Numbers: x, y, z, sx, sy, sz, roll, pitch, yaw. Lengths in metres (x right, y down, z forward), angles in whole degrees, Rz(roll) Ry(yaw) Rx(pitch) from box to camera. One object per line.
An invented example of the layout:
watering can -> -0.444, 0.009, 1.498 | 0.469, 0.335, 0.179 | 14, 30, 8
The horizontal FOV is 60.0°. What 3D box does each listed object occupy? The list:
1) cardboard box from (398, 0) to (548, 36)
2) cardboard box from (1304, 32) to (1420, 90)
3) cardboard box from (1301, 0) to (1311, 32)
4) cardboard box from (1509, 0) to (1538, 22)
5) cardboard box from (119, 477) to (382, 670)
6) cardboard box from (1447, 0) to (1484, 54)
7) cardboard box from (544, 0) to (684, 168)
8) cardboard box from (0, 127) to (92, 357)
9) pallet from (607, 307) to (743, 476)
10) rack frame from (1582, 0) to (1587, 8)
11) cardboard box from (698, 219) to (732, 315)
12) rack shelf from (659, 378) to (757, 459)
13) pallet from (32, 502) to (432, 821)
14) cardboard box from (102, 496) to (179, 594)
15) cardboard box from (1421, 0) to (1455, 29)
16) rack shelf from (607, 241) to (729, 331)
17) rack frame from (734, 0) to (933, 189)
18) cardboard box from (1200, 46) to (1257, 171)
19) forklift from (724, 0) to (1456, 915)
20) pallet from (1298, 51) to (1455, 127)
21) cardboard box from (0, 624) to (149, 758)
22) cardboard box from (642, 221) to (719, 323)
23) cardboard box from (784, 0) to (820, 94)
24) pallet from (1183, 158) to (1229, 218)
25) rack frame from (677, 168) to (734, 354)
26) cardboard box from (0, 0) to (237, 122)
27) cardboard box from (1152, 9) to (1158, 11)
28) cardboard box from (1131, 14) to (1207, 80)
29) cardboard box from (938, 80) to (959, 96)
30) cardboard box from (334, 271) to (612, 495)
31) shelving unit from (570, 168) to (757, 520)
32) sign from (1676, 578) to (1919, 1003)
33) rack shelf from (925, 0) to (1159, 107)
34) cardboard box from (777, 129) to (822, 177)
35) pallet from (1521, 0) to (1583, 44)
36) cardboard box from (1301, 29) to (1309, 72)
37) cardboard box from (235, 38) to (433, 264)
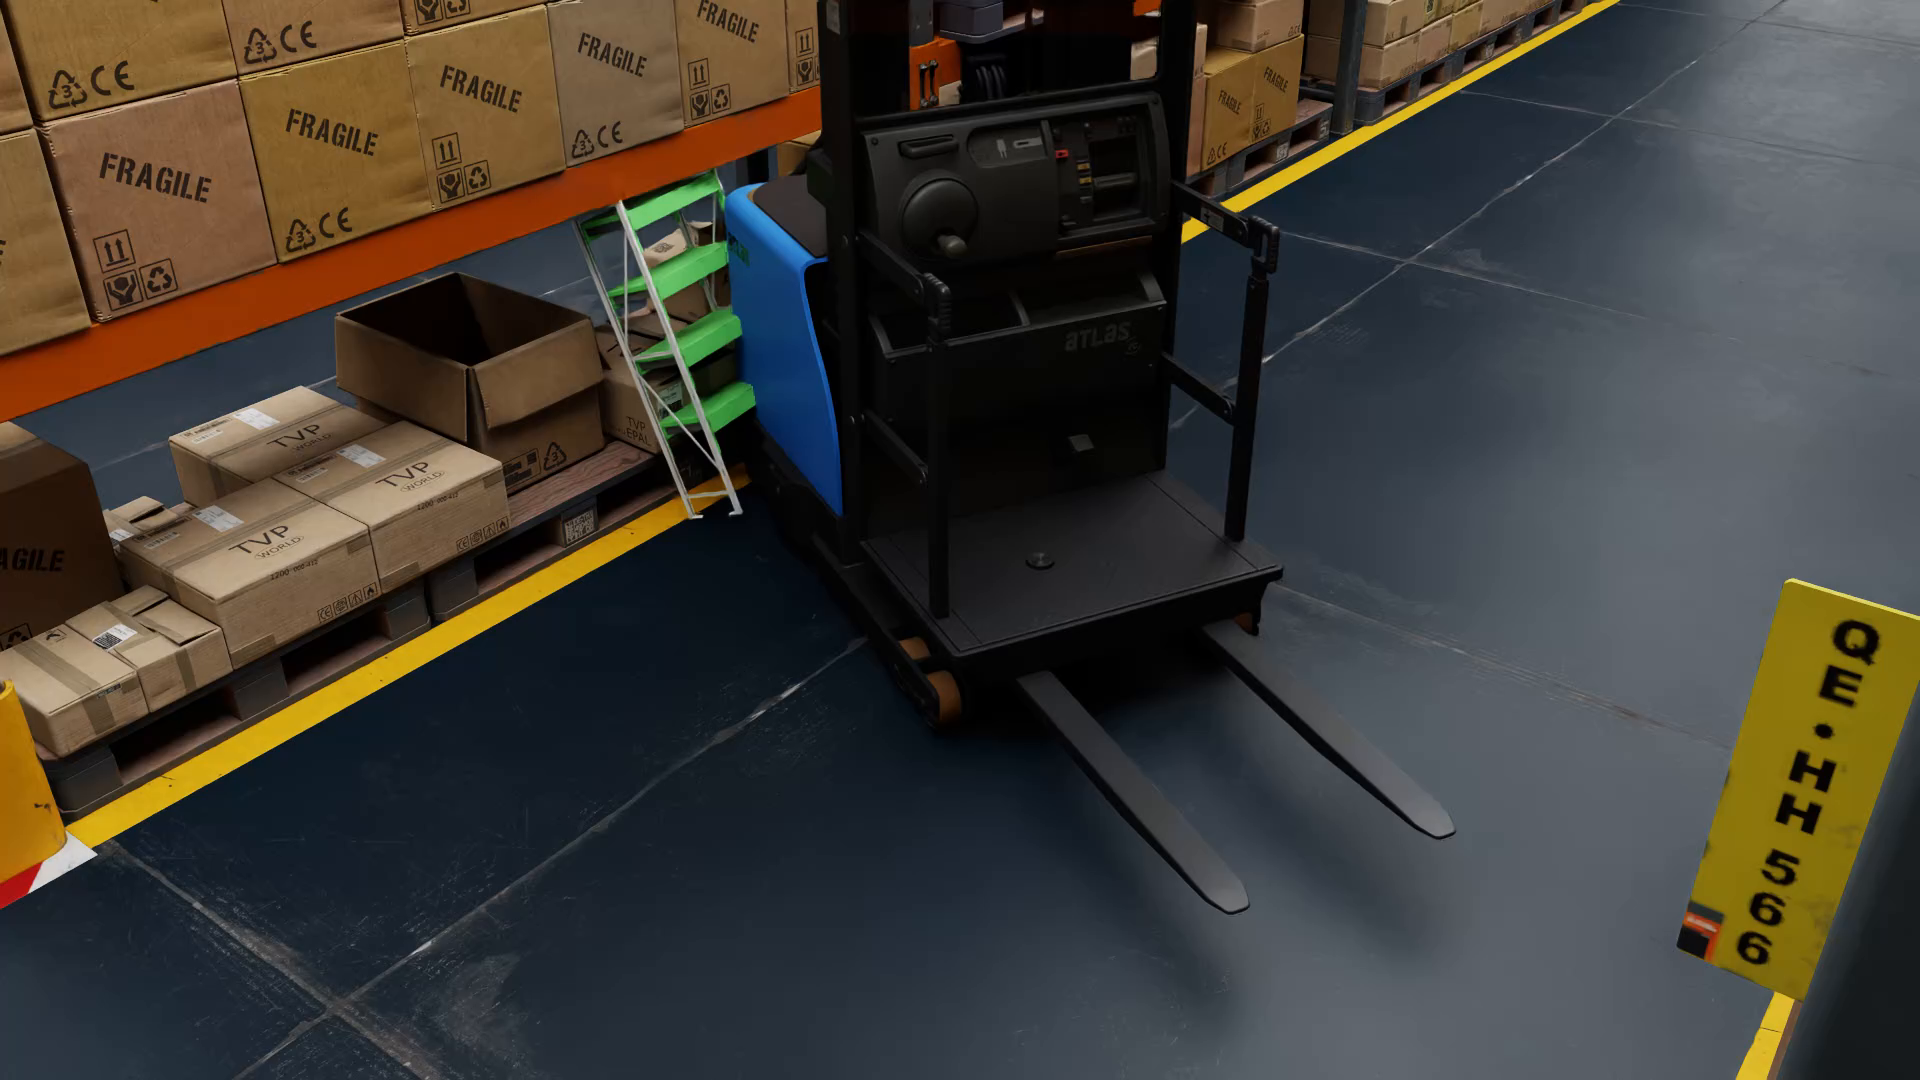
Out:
cardboard box -> -1.552, -1.766, 4.709 | 0.500, 0.500, 0.500 | 21, 36, 31
cardboard box -> 2.428, -2.942, 10.058 | 0.500, 0.250, 0.500 | 21, 37, 31
cardboard box -> 1.998, -3.350, 10.195 | 0.500, 0.311, 0.500 | 22, 37, 33
cardboard box -> 3.658, -3.775, 11.462 | 0.500, 0.250, 0.500 | 22, 37, 32
cardboard box -> -2.095, 0.086, 4.928 | 0.500, 0.250, 0.500 | 21, 37, 31
cardboard box -> 3.040, -3.360, 10.763 | 0.500, 0.250, 0.500 | 20, 36, 30
cardboard box -> -1.252, -1.538, 5.304 | 0.500, 0.500, 0.500 | 22, 37, 32
cardboard box -> -2.473, -0.713, 3.912 | 0.500, 0.500, 0.500 | 22, 37, 32
pallet -> -0.952, -0.718, 6.754 | 1.003, 0.211, 1.213 | 21, 37, 31
rack frame -> 4.292, -5.448, 12.001 | 1.000, 3.000, 0.127 | 21, 37, 31
cardboard box -> -0.655, -0.991, 6.501 | 0.500, 0.500, 0.500 | 21, 37, 31
rack shelf -> -0.821, -0.457, 5.877 | 0.258, 0.148, 0.480 | -5, 24, 35
pallet -> -2.425, 0.274, 5.081 | 1.003, 0.211, 1.213 | 21, 37, 31
cardboard box -> -2.503, 0.026, 5.112 | 0.380, 0.166, 0.250 | 21, 37, 31
cardboard box -> 2.738, -3.400, 10.279 | 0.500, 0.311, 0.500 | 20, 36, 30
rack shelf -> -0.968, -0.884, 5.716 | 0.258, 0.148, 0.480 | -5, 24, 35
rack frame -> -0.537, -2.196, 6.514 | 1.000, 3.000, 0.127 | 21, 37, 31
cardboard box -> 1.188, -2.273, 8.664 | 0.500, 0.500, 0.500 | 20, 36, 30
forklift -> 0.271, -0.972, 4.516 | 1.130, 2.935, 3.031 | -14, 33, -22
pallet -> 2.406, -2.945, 10.512 | 1.003, 0.211, 1.213 | 21, 37, 31
cardboard box -> -2.425, 0.402, 4.494 | 0.380, 0.149, 0.250 | 21, 37, 31
cardboard box -> -0.963, -1.125, 6.911 | 0.500, 0.311, 0.500 | 21, 37, 31
cardboard box -> -0.634, -1.957, 6.012 | 0.500, 0.500, 0.500 | 22, 37, 32
pallet -> 0.660, -1.837, 8.643 | 1.003, 0.211, 1.213 | 21, 37, 31
rack frame -> -0.796, -0.837, 5.958 | 0.240, 1.200, 0.015 | -5, 24, 35
cardboard box -> -2.164, -1.358, 4.020 | 0.500, 0.500, 0.500 | 22, 37, 32
cardboard box -> 1.375, -2.839, 9.618 | 0.500, 0.500, 0.500 | 23, 38, 33
cardboard box -> 0.855, -2.365, 8.083 | 0.500, 0.250, 0.500 | 20, 36, 30
cardboard box -> 0.141, -2.001, 8.204 | 0.500, 0.500, 0.500 | 22, 37, 32
cardboard box -> -1.667, -0.546, 5.747 | 0.797, 0.503, 0.637 | 21, 37, 31
shelving unit -> -0.914, -0.727, 5.775 | 0.258, 1.200, 0.503 | -5, 24, 35
sign -> 0.576, 0.180, 1.136 | 0.100, 0.325, 0.005 | 21, 37, 31
rack shelf -> 0.670, -2.700, 8.069 | 1.077, 0.370, 4.000 | 21, 37, 31
cardboard box -> -0.467, -1.599, 7.526 | 0.500, 0.500, 0.500 | 21, 37, 31
pallet -> 3.879, -3.937, 12.186 | 1.003, 0.211, 1.213 | 21, 37, 31
cardboard box -> 2.001, -3.109, 10.339 | 0.500, 0.250, 0.500 | 22, 37, 32
cardboard box -> -1.861, -1.127, 4.612 | 0.500, 0.500, 0.500 | 21, 37, 31
